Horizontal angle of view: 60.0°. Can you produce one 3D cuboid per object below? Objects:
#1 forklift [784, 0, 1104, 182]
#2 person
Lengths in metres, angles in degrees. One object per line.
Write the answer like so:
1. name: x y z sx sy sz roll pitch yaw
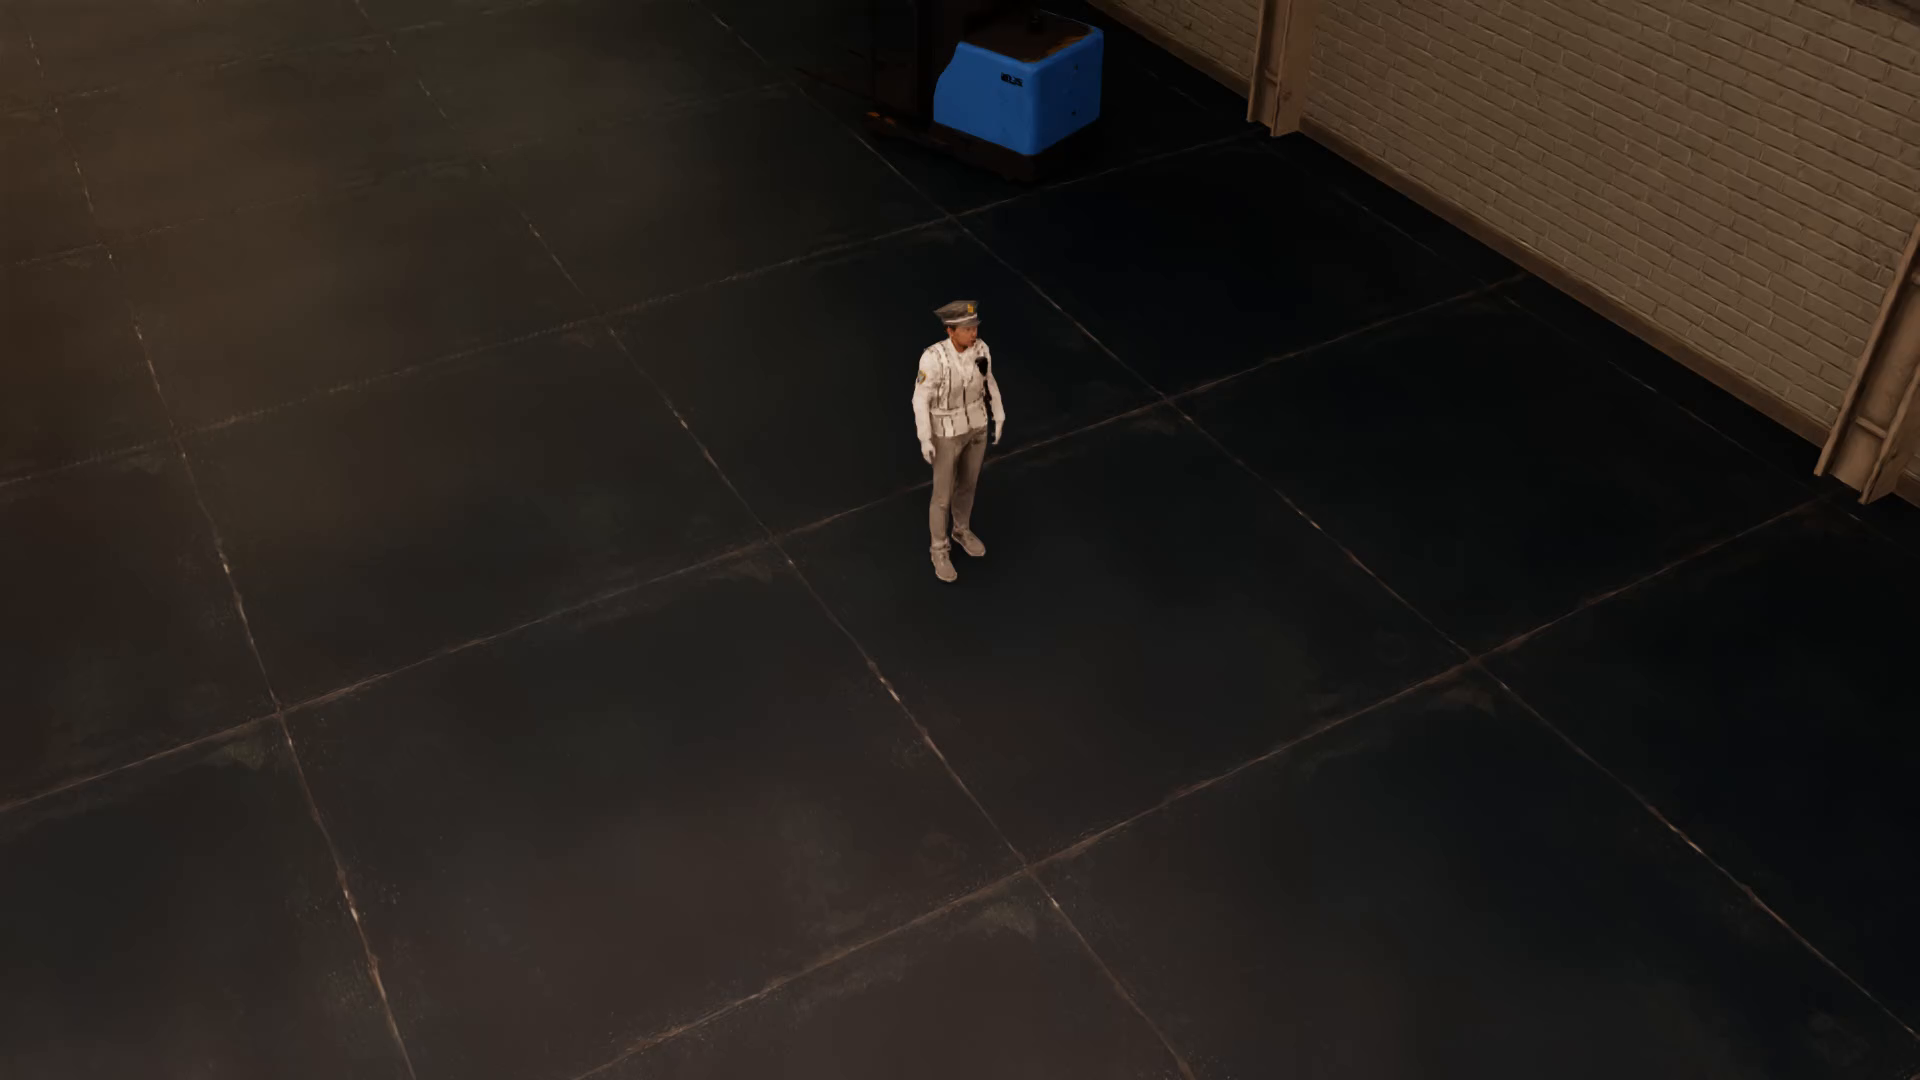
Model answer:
1. forklift: -0.244 -4.892 13.935 3.031 2.935 1.130 28 47 30
2. person: 0.028 -0.618 9.738 0.586 1.695 0.533 -20 44 -23
